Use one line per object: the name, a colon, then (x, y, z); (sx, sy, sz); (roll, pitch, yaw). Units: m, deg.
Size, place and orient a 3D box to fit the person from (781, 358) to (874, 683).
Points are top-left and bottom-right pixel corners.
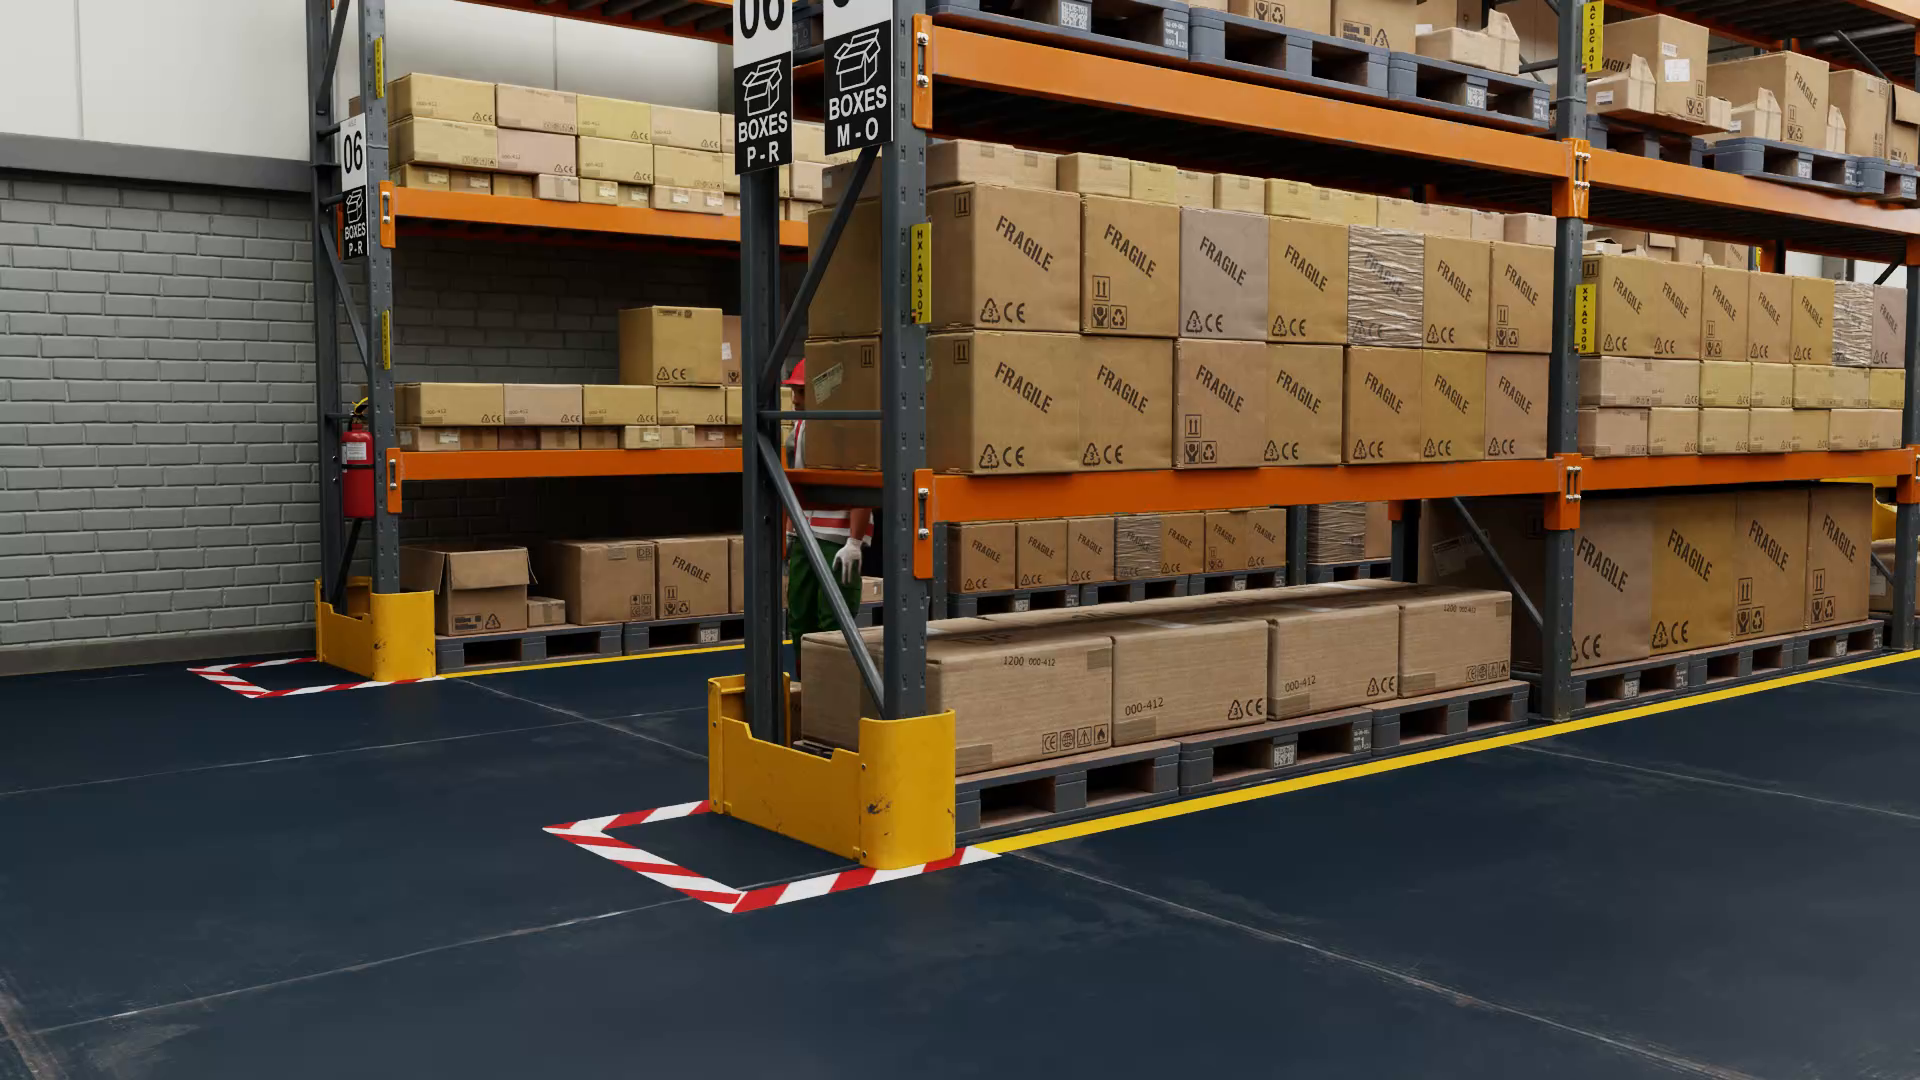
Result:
person: (-0.652, 0.035, 7.848); (0.451, 1.779, 0.607); (-4, 6, -41)
